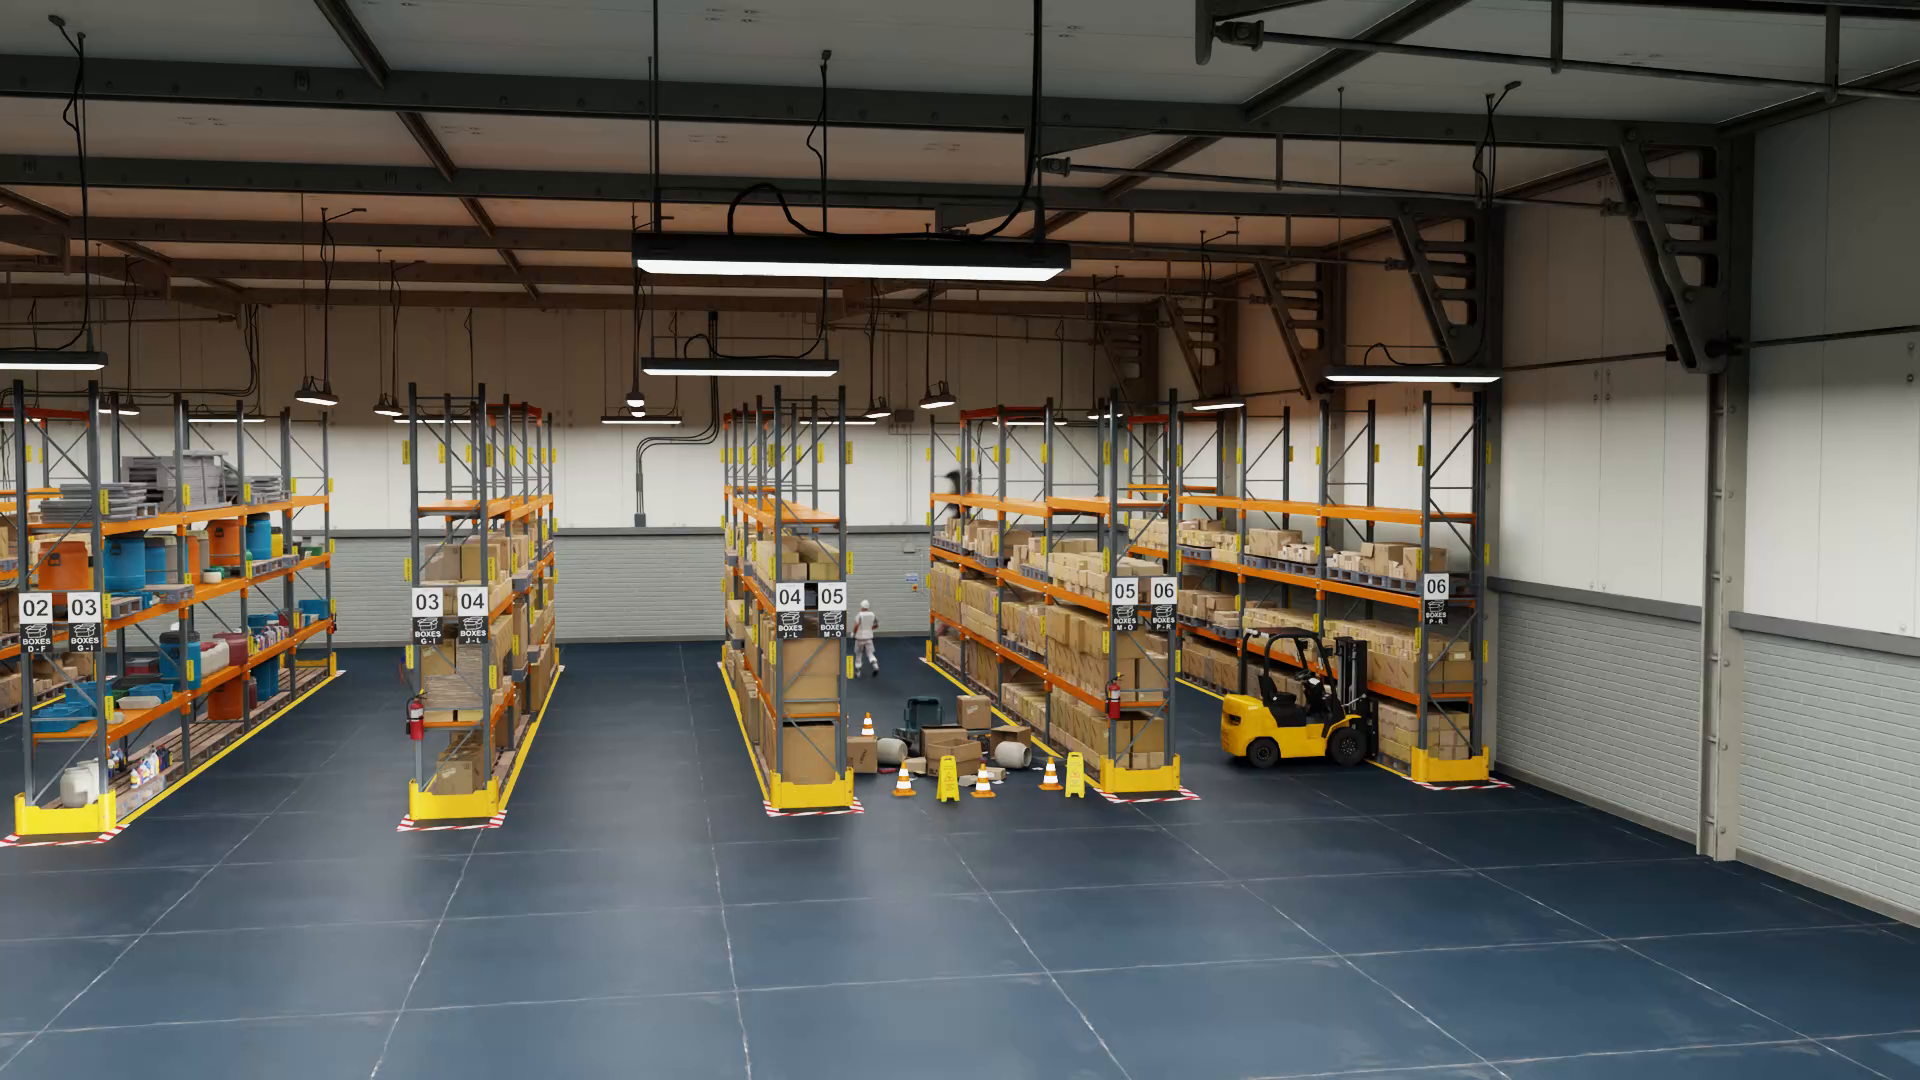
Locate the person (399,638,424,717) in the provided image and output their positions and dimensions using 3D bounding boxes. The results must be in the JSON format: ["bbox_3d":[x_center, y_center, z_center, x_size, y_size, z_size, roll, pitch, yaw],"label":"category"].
[{"bbox_3d":[-10.301,2.637,31.663,0.769,1.618,0.597,2,4,38],"label":"person"}]

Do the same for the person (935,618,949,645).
[{"bbox_3d":[-0.355,2.103,41.617,0.678,1.606,0.575,0,3,-3],"label":"person"}]

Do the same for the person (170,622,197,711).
[{"bbox_3d":[-15.368,2.480,32.791,0.617,1.747,0.645,-3,4,-43],"label":"person"}]

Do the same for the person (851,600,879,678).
[{"bbox_3d":[-2.125,2.213,37.041,0.671,1.764,1.000,-2,3,-28],"label":"person"}]
